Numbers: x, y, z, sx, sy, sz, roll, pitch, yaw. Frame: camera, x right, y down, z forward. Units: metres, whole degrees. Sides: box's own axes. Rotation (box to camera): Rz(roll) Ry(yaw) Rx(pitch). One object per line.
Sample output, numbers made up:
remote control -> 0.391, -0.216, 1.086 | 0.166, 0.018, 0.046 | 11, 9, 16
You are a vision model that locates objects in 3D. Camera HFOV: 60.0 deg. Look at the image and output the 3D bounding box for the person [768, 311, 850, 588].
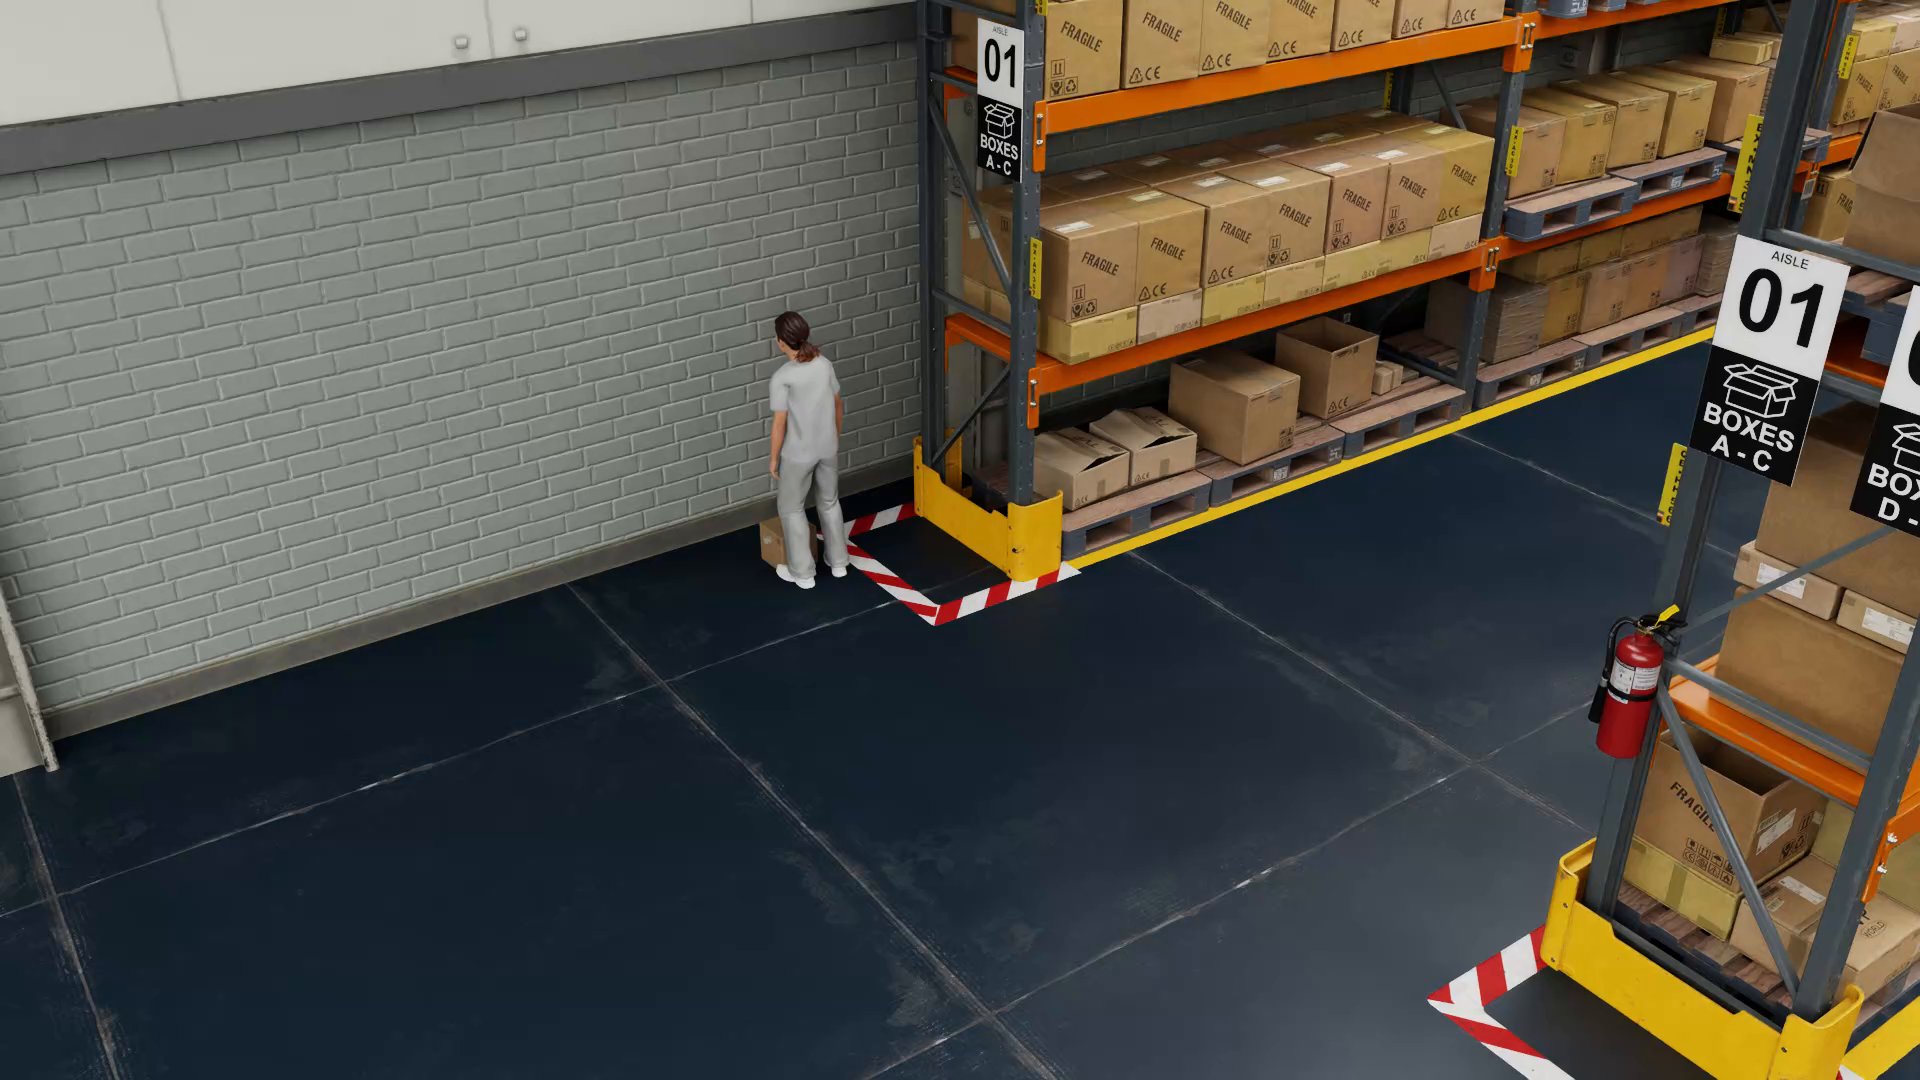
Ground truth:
person -> -0.883, -0.515, 9.567 | 0.504, 1.671, 0.365 | -21, 35, -33
